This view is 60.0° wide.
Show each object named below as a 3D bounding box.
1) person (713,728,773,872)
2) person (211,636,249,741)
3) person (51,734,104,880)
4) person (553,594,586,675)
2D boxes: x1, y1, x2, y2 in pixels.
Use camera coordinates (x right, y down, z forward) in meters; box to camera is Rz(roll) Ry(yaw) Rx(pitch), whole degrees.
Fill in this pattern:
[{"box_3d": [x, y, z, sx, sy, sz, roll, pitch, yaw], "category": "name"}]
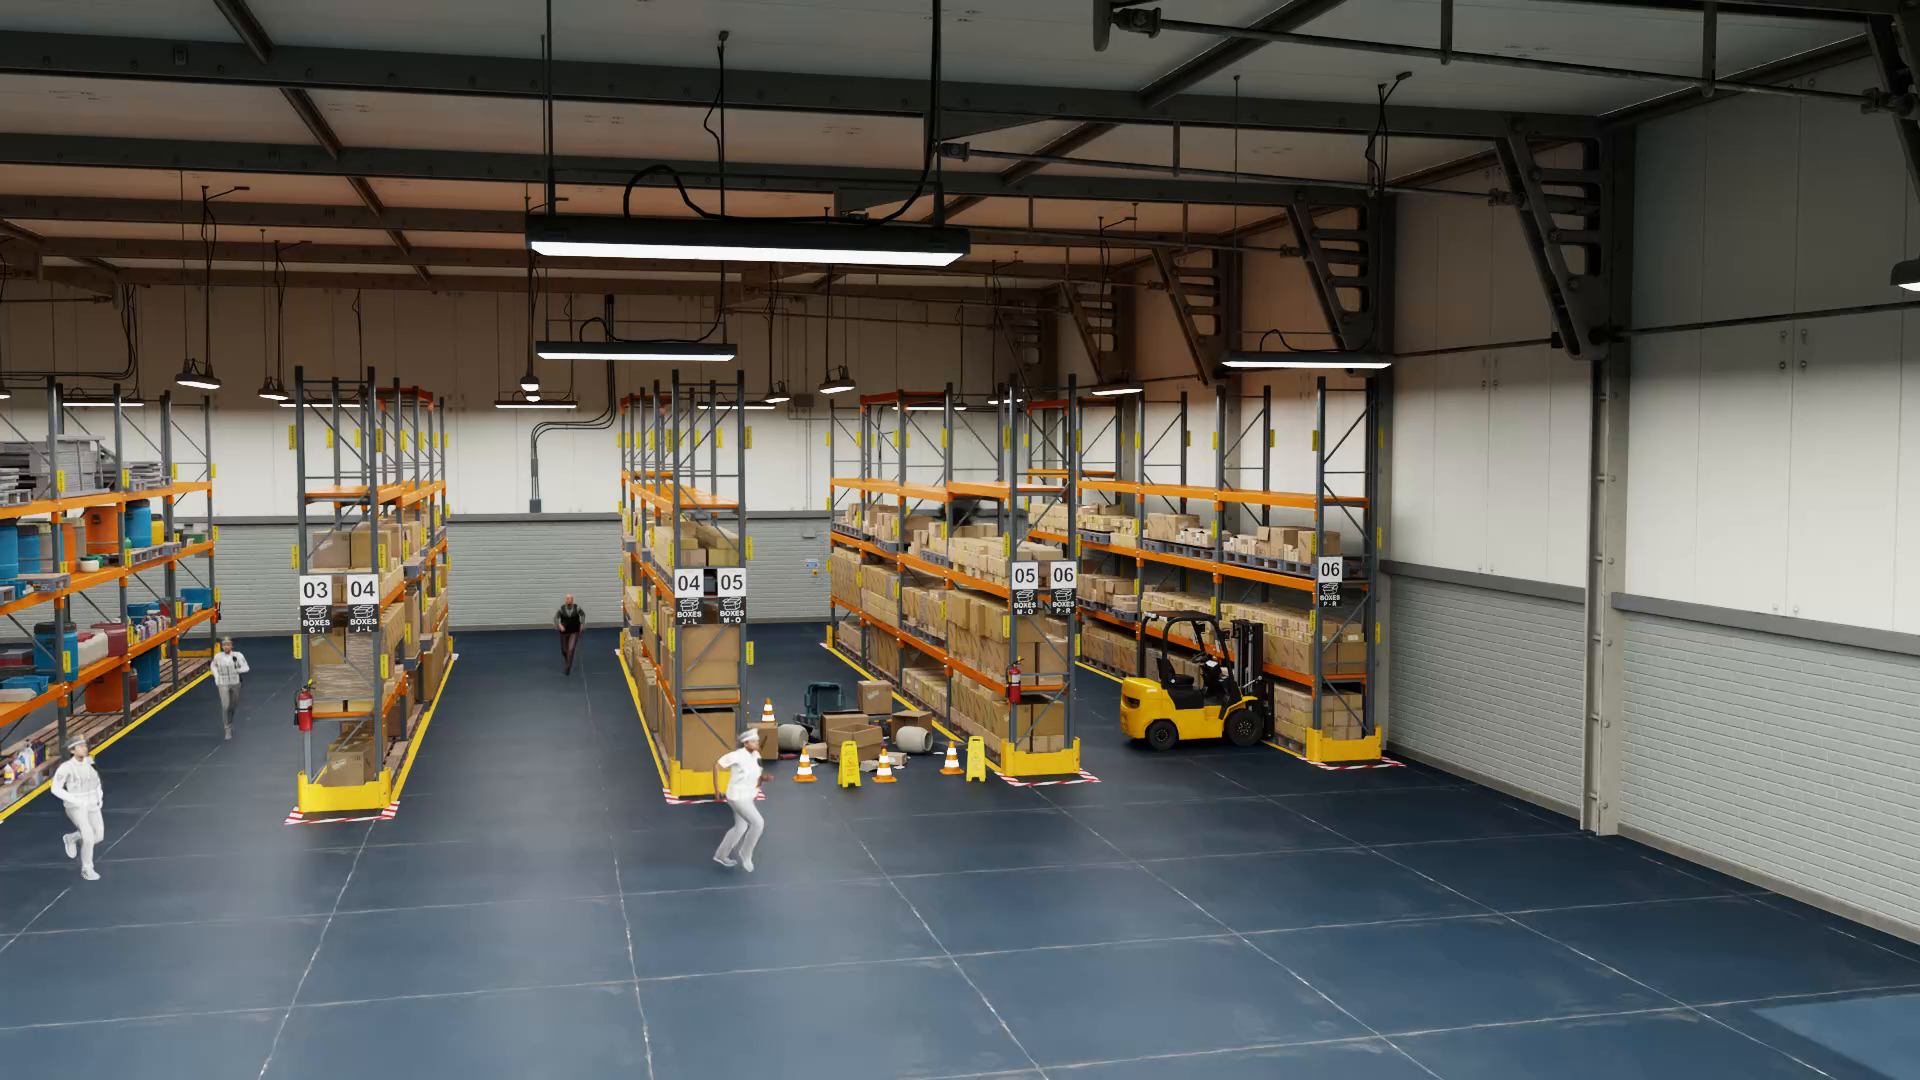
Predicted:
[{"box_3d": [-2.520, 3.009, 19.277, 0.786, 1.677, 0.603, 2, 4, 27], "category": "person"}, {"box_3d": [-12.344, 2.477, 28.149, 0.592, 1.730, 0.840, -2, 4, -27], "category": "person"}, {"box_3d": [-10.112, 3.051, 19.081, 0.586, 1.655, 0.649, 1, 4, 19], "category": "person"}, {"box_3d": [-8.450, 2.014, 36.015, 0.683, 1.714, 0.813, -1, 3, -11], "category": "person"}]
